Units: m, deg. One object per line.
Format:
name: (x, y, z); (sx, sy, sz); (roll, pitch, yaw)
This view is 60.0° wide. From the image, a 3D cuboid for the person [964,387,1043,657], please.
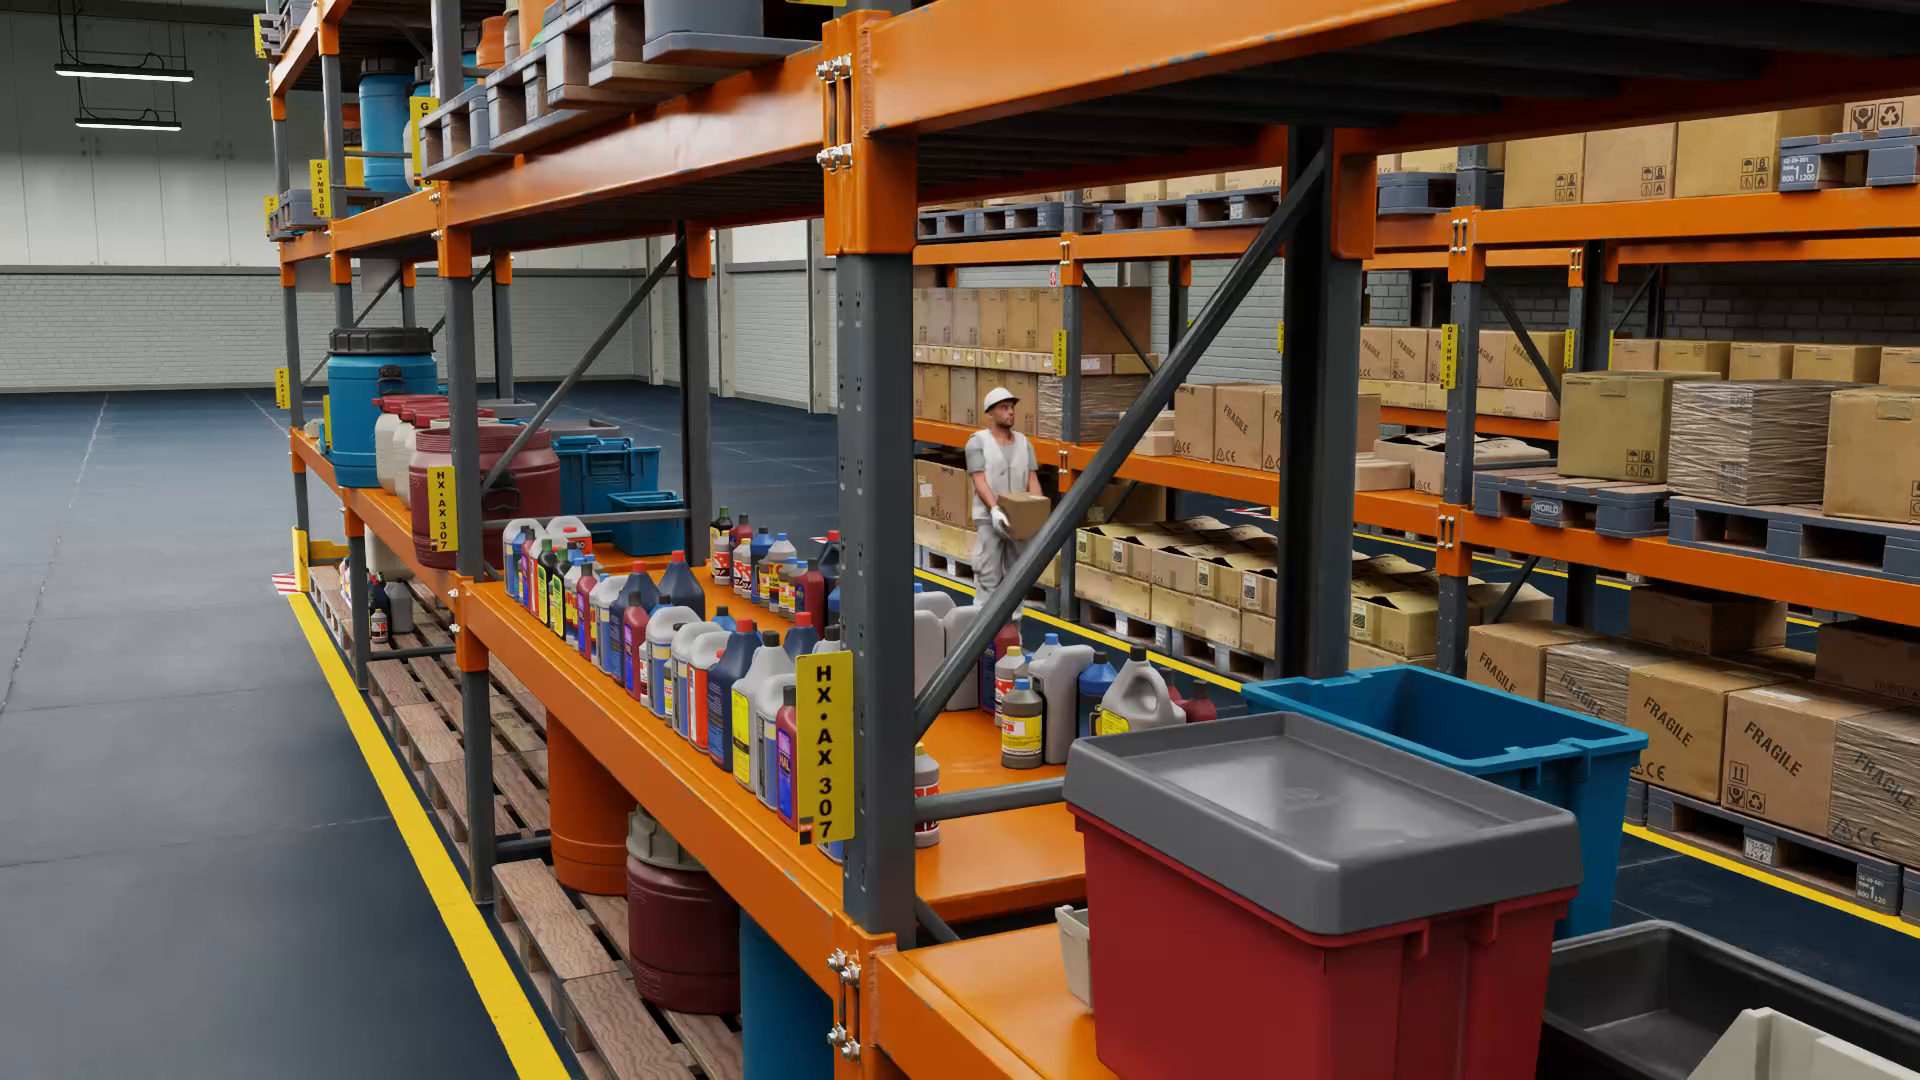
person: (0.308, -0.091, 10.846); (0.536, 1.793, 0.528); (-4, 9, -27)
